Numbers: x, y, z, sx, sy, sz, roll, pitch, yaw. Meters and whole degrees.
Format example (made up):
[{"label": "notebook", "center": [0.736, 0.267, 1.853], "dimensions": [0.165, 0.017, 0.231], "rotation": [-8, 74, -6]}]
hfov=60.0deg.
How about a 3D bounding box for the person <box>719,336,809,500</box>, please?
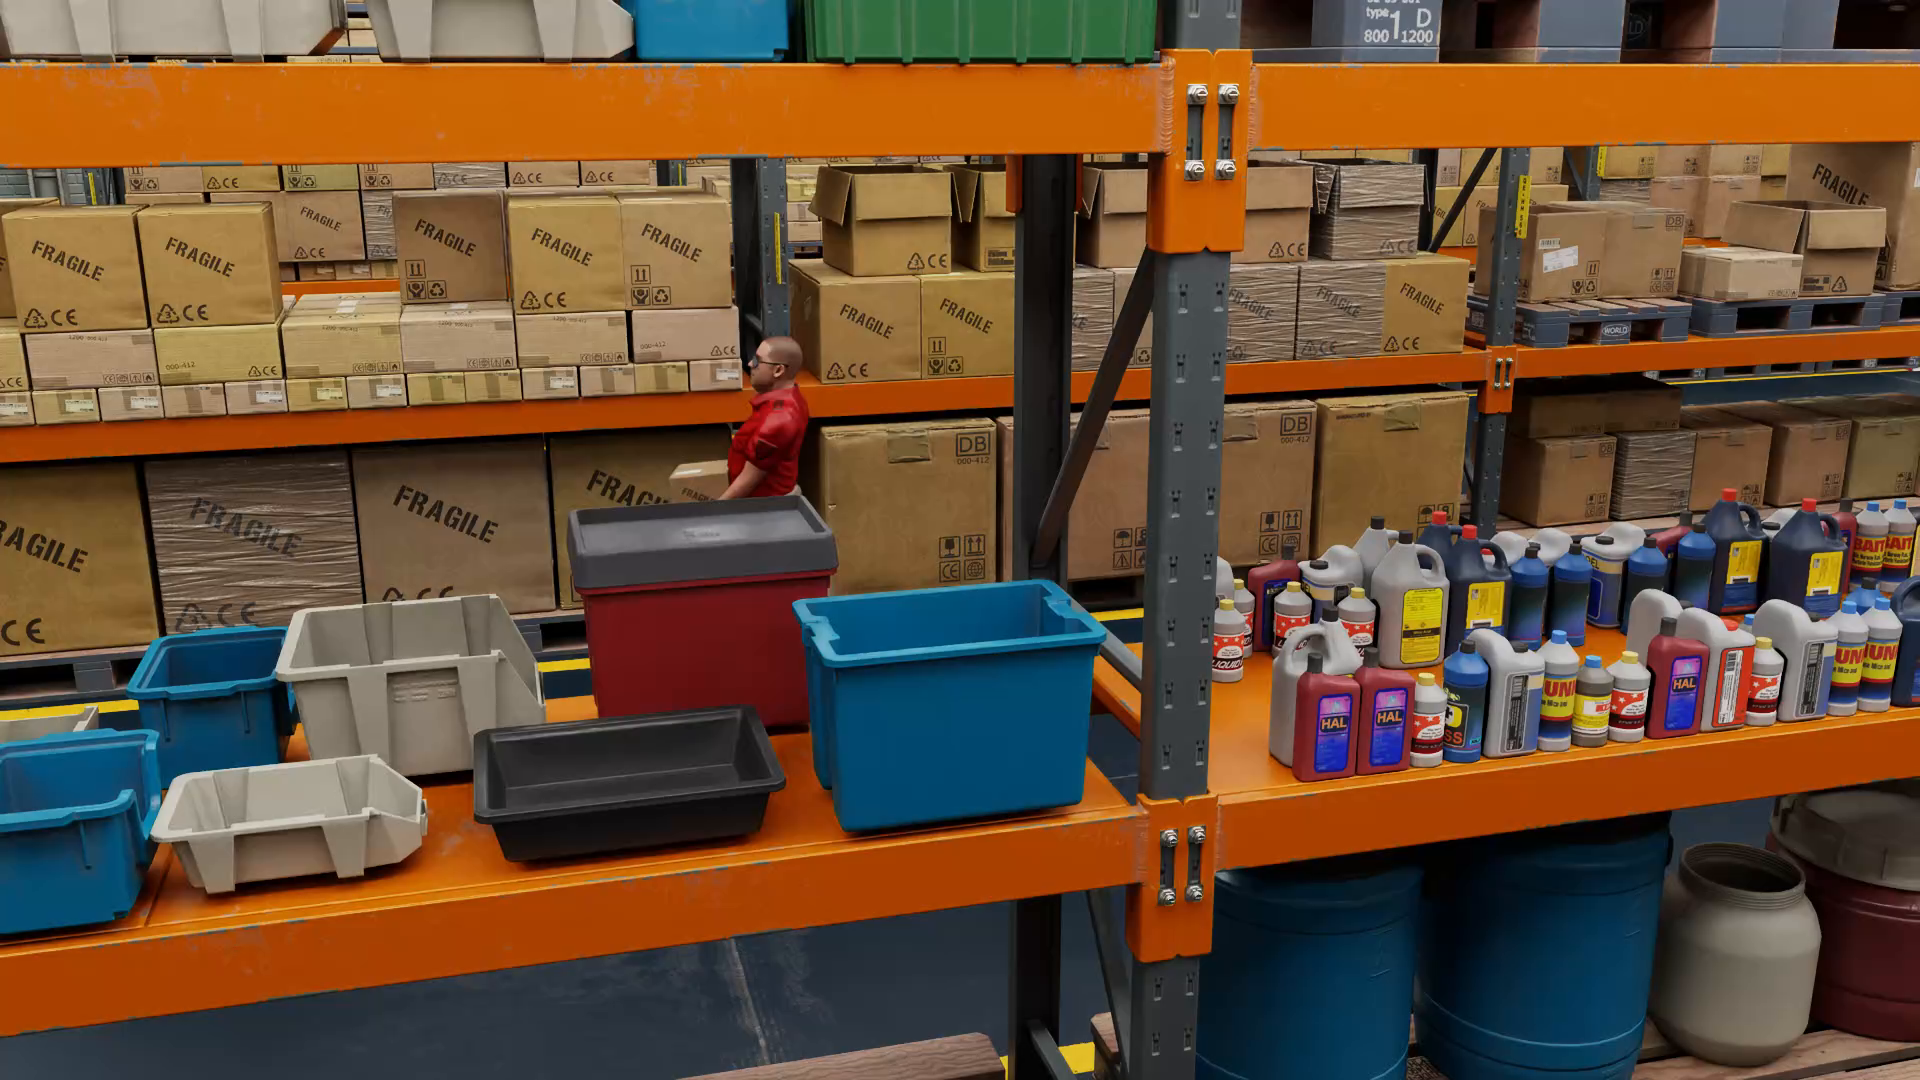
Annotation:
[{"label": "person", "center": [-0.919, -0.031, 7.191], "dimensions": [0.537, 1.712, 0.494], "rotation": [0, 16, 0]}]
